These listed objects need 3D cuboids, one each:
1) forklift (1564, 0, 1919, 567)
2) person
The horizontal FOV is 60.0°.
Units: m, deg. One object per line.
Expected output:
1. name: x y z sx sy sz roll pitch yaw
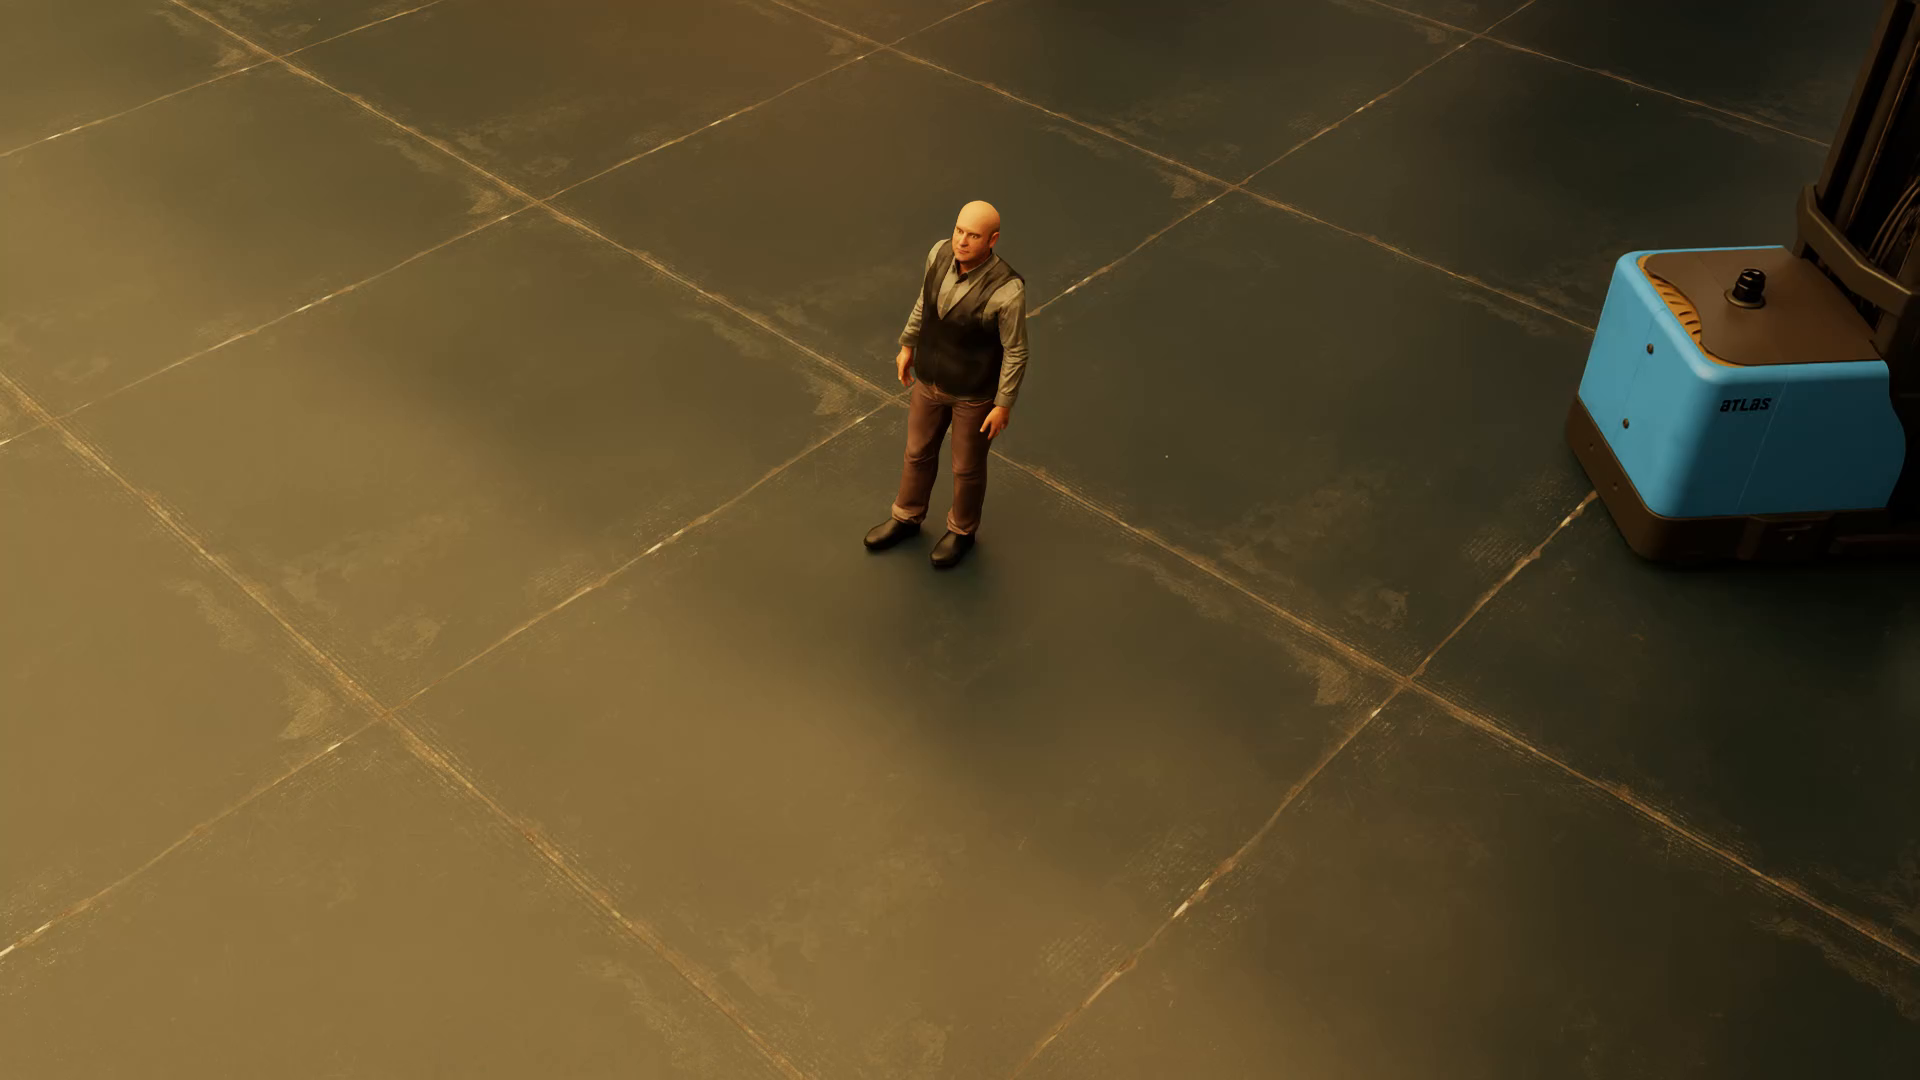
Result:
1. forklift: 4.512 -1.375 7.030 3.031 2.935 1.130 -3 41 -3
2. person: -0.048 -0.632 7.082 0.634 1.722 0.566 31 49 31
